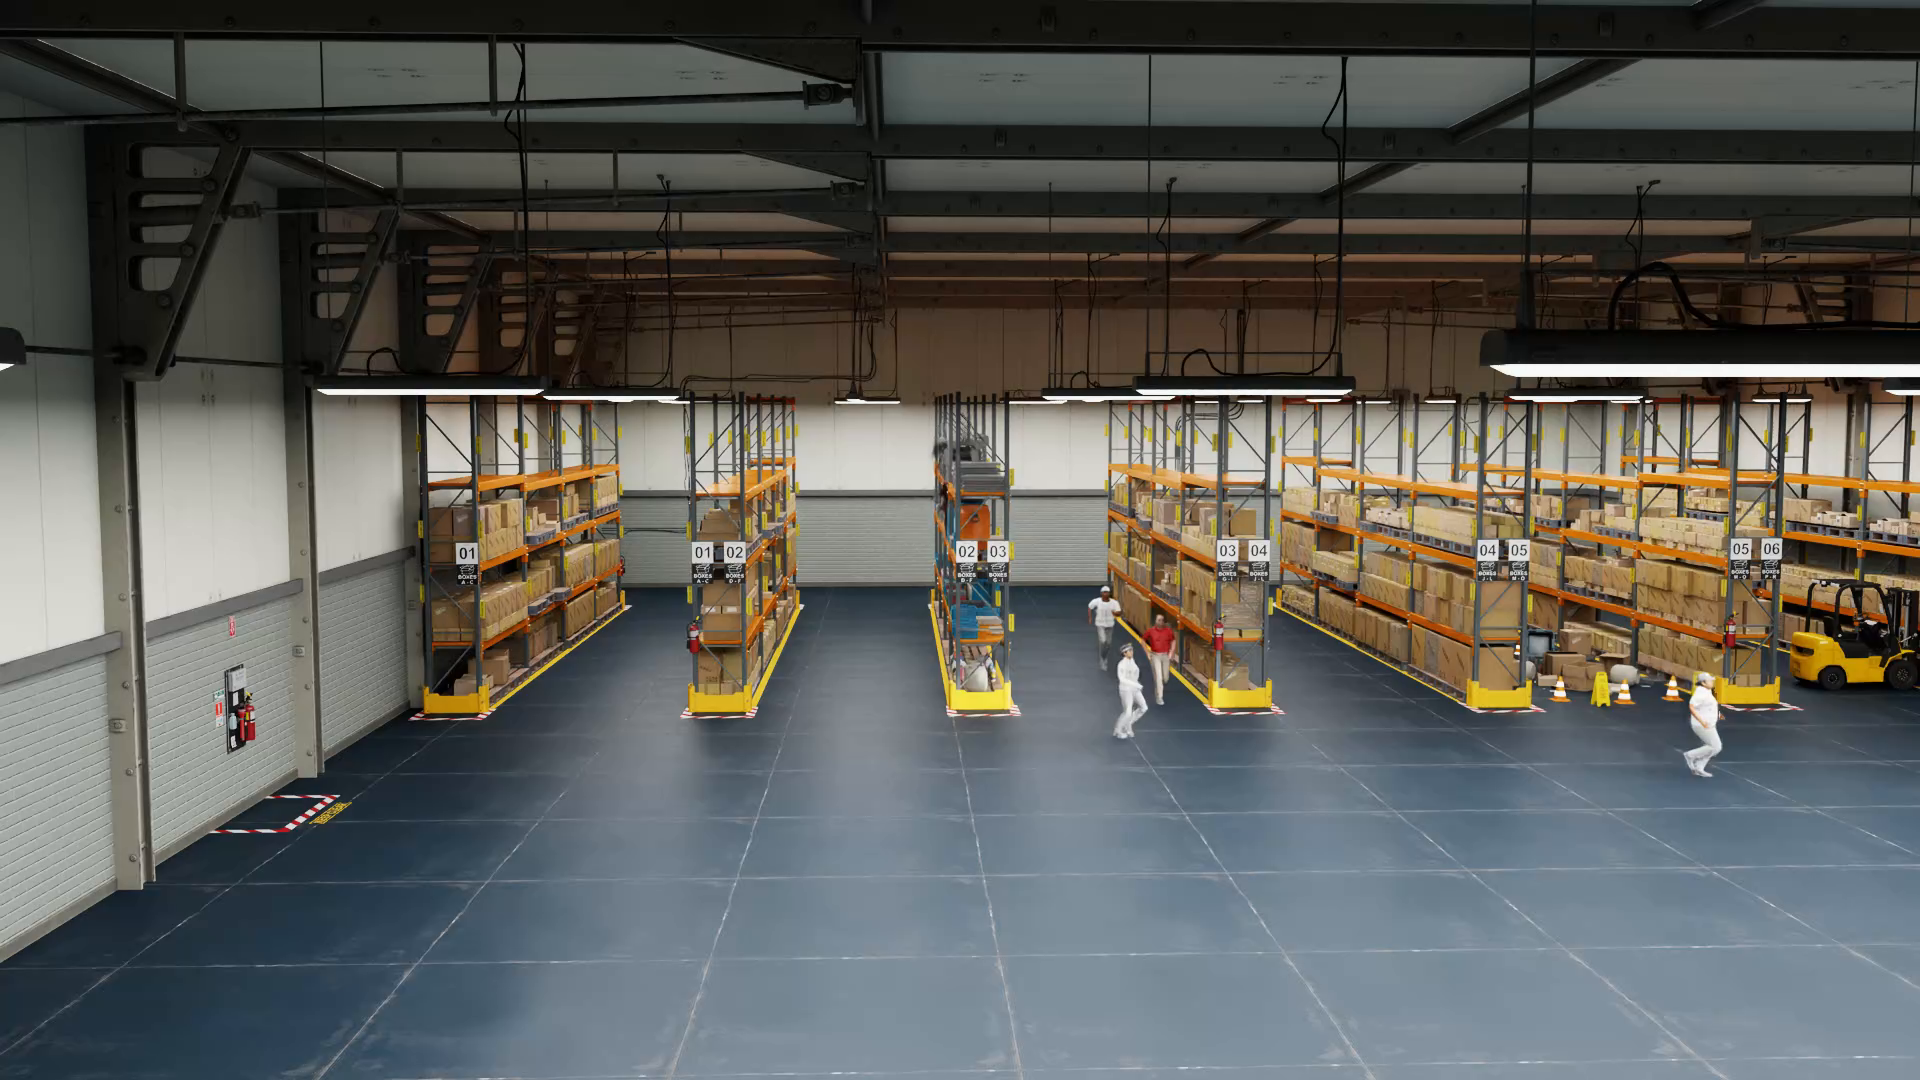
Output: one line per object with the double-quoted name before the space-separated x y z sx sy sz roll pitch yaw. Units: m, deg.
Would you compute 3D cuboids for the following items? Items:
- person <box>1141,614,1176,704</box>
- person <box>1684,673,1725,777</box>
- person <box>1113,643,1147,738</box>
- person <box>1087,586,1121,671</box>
"person" 3.861 2.291 32.358 0.682 1.710 0.785 -1 5 -8
"person" 11.523 2.859 25.719 0.547 1.624 0.607 3 5 30
"person" 2.932 2.588 28.688 0.591 1.658 0.617 3 6 34
"person" 3.182 1.909 36.495 0.677 1.821 0.820 -1 5 -11
